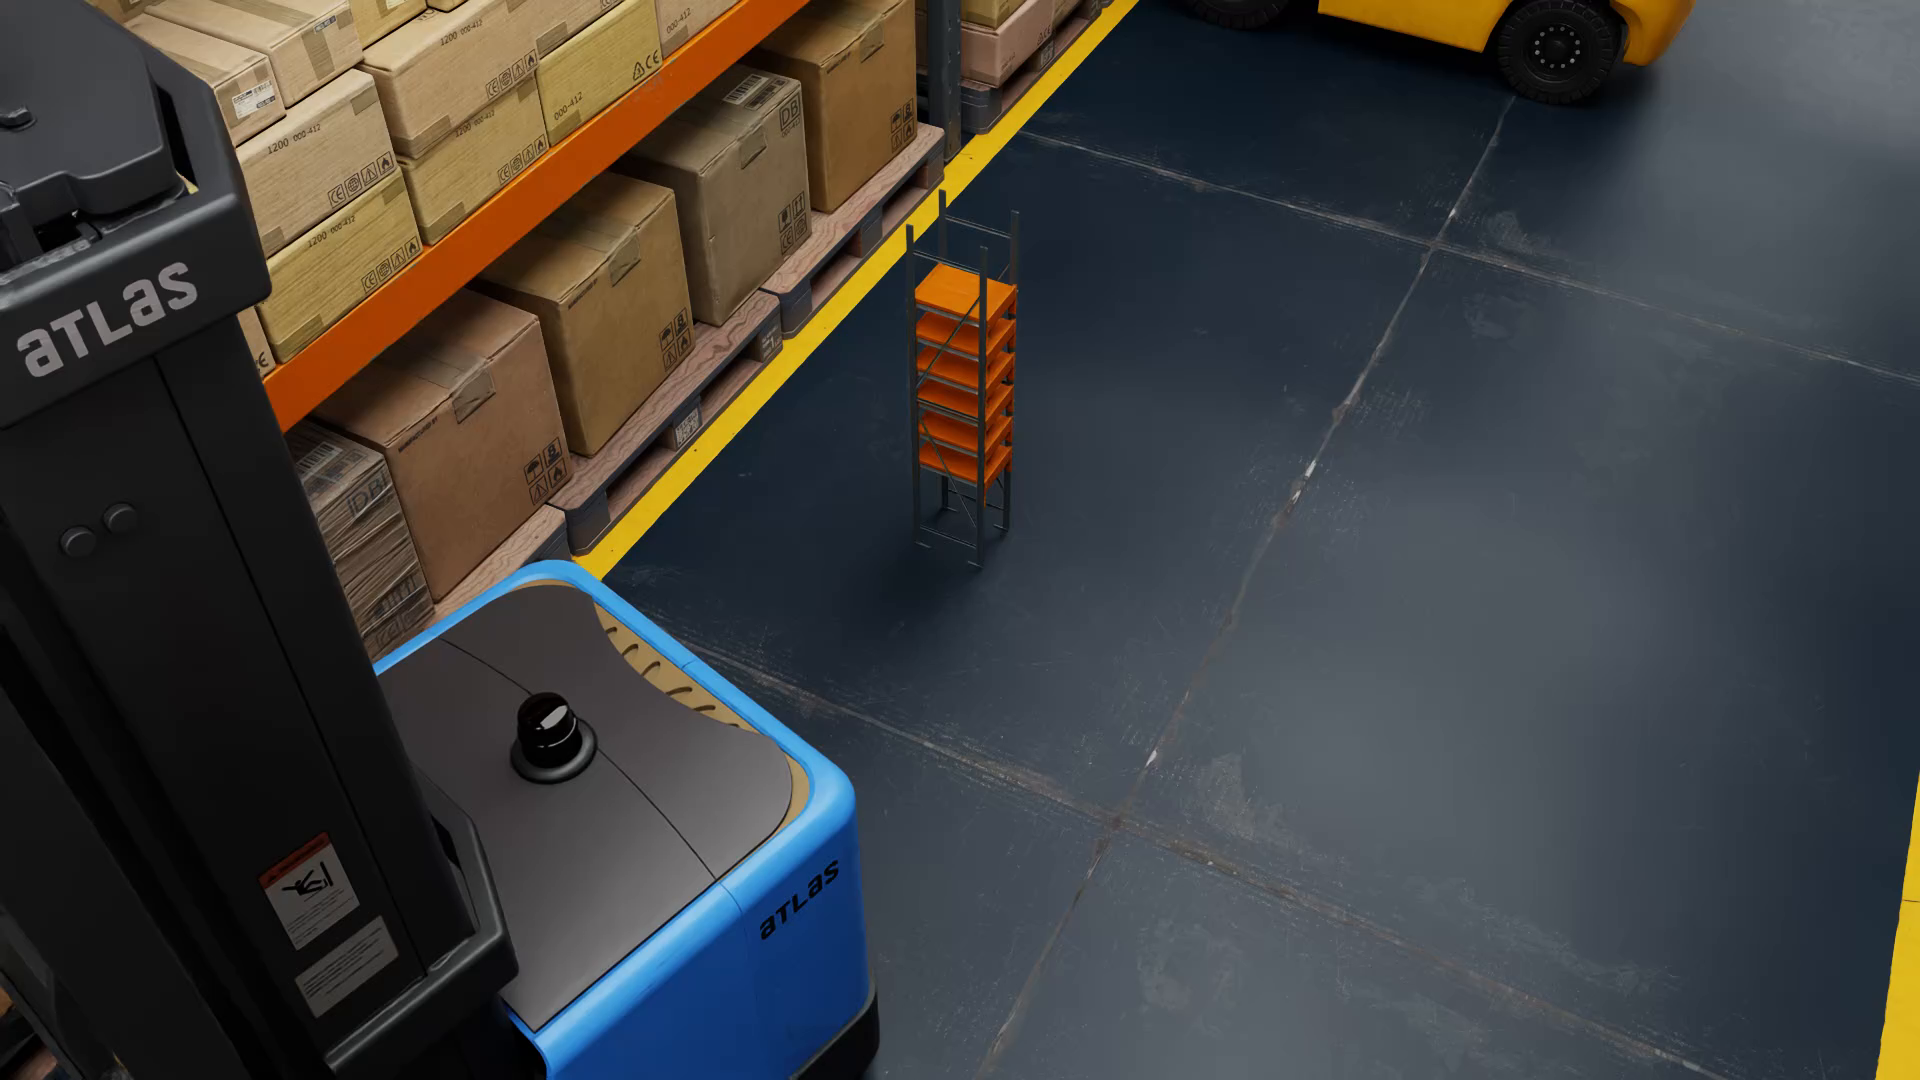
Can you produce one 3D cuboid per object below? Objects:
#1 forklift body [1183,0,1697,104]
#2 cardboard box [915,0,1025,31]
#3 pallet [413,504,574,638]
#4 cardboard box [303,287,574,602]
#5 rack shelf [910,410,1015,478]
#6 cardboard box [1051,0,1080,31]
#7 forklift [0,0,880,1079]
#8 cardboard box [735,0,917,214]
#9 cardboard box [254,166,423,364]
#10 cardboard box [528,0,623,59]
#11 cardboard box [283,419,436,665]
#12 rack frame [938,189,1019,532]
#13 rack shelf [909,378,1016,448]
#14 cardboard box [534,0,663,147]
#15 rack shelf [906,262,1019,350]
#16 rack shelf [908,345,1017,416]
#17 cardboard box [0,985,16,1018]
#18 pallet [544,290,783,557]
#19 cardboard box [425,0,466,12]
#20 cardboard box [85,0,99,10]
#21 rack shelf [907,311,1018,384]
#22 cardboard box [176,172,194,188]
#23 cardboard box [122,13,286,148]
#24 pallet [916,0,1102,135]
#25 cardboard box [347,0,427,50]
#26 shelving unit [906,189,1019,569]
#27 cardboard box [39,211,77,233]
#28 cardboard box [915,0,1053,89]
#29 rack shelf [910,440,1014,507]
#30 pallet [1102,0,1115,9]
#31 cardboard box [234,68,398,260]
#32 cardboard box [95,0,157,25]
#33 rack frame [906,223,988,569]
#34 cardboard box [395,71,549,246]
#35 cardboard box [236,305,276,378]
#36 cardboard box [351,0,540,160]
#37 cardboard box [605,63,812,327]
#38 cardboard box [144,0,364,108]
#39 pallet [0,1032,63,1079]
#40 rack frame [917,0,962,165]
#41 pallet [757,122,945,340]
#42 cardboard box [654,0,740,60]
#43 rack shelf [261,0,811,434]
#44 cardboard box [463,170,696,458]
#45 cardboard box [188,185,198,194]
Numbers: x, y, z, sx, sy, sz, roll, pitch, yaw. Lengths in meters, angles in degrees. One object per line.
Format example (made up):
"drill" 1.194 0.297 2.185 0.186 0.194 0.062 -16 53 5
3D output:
"forklift body" 2.127 -3.208 6.908 2.313 2.155 1.214 20 49 19
"cardboard box" 0.033 -2.343 6.743 0.500 0.250 0.500 20 49 19
"pallet" -1.905 0.211 4.893 1.003 0.211 1.213 20 49 19
"cardboard box" -1.724 -0.379 4.890 0.875 0.625 0.625 22 49 20
"rack shelf" 0.007 -0.315 4.949 0.258 0.103 0.180 20 49 19
"cardboard box" 0.275 -2.485 7.235 0.500 0.250 0.500 19 48 18
"forklift" -1.559 0.745 2.453 1.130 2.935 3.031 33 54 28
"cardboard box" -0.698 -1.764 6.258 0.875 0.625 0.625 23 50 21
"cardboard box" -1.662 -0.725 3.963 0.500 0.250 0.500 19 48 18
"cardboard box" -1.193 -1.554 4.431 0.500 0.250 0.500 21 49 20
"cardboard box" -2.020 0.035 4.480 0.875 0.625 0.625 22 49 20
"rack frame" 0.049 -0.489 4.889 0.240 1.200 0.006 20 49 19
"rack shelf" 0.007 -0.400 4.864 0.258 0.103 0.180 20 49 19
"cardboard box" -1.187 -1.378 4.608 0.500 0.250 0.500 22 49 20
"rack shelf" 0.007 -0.653 4.608 0.258 0.103 0.180 20 49 19
"rack shelf" 0.007 -0.484 4.779 0.258 0.103 0.180 20 49 19
"cardboard box" -2.328 0.805 3.808 0.500 0.500 0.500 22 49 20
"pallet" -1.338 -0.555 5.650 1.003 0.211 1.213 20 49 19
"cardboard box" -1.323 -1.447 4.044 0.380 0.149 0.250 21 49 20
"cardboard box" -2.154 -1.143 3.744 0.380 0.149 0.250 20 49 19
"rack shelf" 0.007 -0.568 4.693 0.258 0.103 0.180 20 49 19
"cardboard box" -1.791 -0.799 3.404 0.380 0.149 0.250 21 49 20
"cardboard box" -1.694 -0.969 3.572 0.380 0.149 0.250 22 49 20
"pallet" -0.059 -2.290 7.365 1.003 0.211 1.213 20 49 19
"cardboard box" -1.494 -1.306 3.905 0.380 0.149 0.250 21 49 19
"shelving unit" 0.007 -0.431 4.832 0.258 1.200 0.189 20 49 19
"cardboard box" -1.913 -0.630 3.237 0.380 0.149 0.250 22 49 20
"cardboard box" 0.053 -2.160 6.913 0.500 0.250 0.500 21 49 19
"rack shelf" 0.007 -0.231 5.035 0.258 0.103 0.180 20 49 19
"pallet" 0.506 -3.062 8.127 1.003 0.211 1.213 20 49 19
"cardboard box" -1.666 -0.900 3.785 0.500 0.250 0.500 22 49 20
"cardboard box" -2.101 -1.321 3.920 0.380 0.149 0.250 20 49 18
"rack frame" -0.036 -0.373 4.775 0.240 1.200 0.006 20 49 19
"cardboard box" -1.429 -1.051 4.286 0.500 0.250 0.500 19 48 18
"cardboard box" -1.900 -0.409 3.651 0.500 0.250 0.500 21 49 19
"cardboard box" -1.407 -1.224 4.105 0.500 0.250 0.500 19 48 18
"cardboard box" -1.065 -1.277 5.778 0.875 0.625 0.625 20 49 19
"cardboard box" -1.584 -1.138 3.739 0.380 0.149 0.250 21 49 19
"pallet" -2.702 1.175 3.941 1.003 0.211 1.213 20 49 19
"rack frame" -0.465 -2.783 5.892 1.000 3.000 0.127 20 49 19
"pallet" -0.773 -1.326 6.412 1.003 0.211 1.213 20 49 19
"cardboard box" -0.954 -1.705 4.932 0.500 0.250 0.500 21 49 19
"rack shelf" -1.394 -1.270 4.902 1.077 0.370 4.000 20 49 19
"cardboard box" -1.412 -0.803 5.309 0.875 0.625 0.625 19 48 17
"cardboard box" -1.878 -0.577 3.465 0.500 0.250 0.500 20 49 19
